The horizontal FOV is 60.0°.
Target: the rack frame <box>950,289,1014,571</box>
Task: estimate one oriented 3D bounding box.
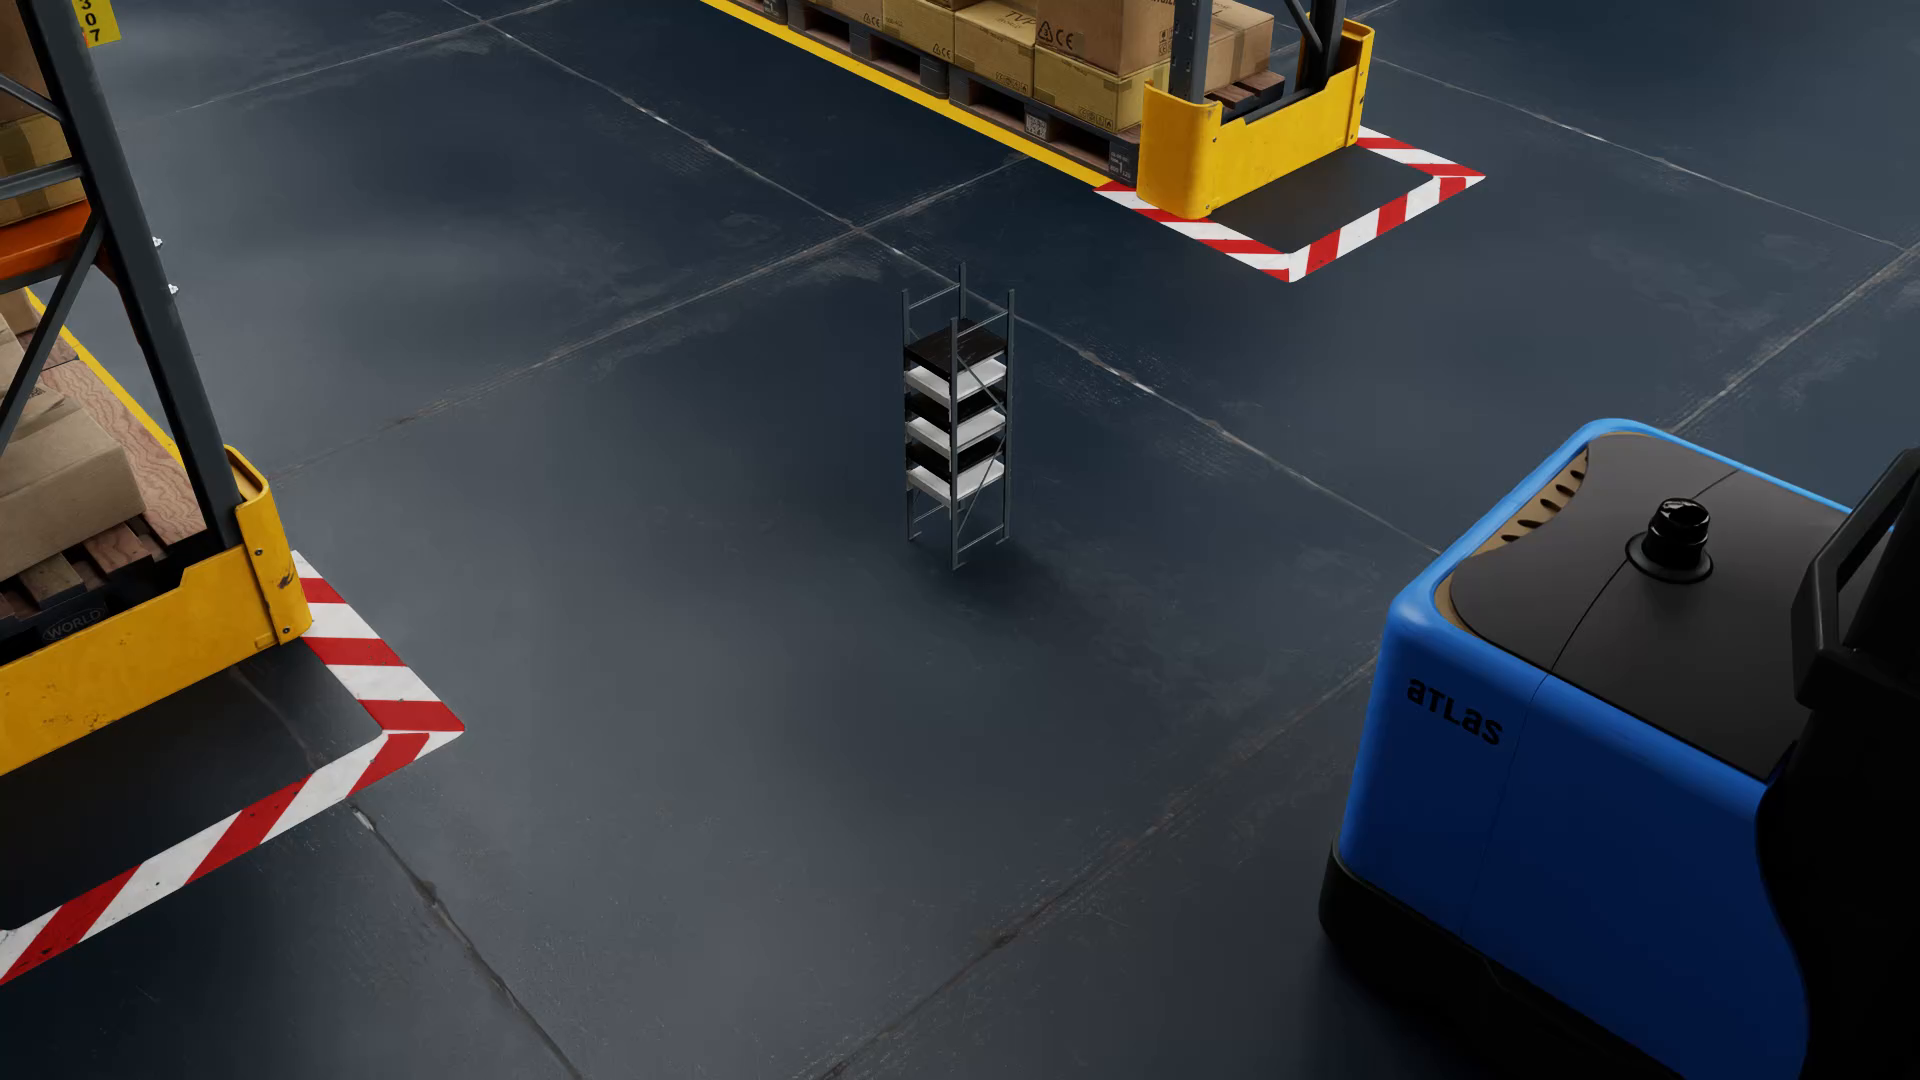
[{"bbox_3d":[0.063,-0.307,4.914,0.240,0.900,0.006,-30,48,-32],"label":"rack frame"}]

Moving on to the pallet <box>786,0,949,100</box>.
[{"bbox_3d":[-0.117,-2.631,8.340,1.003,0.211,1.213,-30,48,-32],"label":"pallet"}]

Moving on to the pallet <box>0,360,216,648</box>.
[{"bbox_3d":[-2.969,-0.050,5.144,1.003,0.211,1.213,-30,48,-32],"label":"pallet"}]

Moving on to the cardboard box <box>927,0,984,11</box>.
[{"bbox_3d":[-0.017,-2.779,7.561,0.500,0.500,0.500,-30,48,-32],"label":"cardboard box"}]

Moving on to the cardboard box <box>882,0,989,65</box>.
[{"bbox_3d":[-0.015,-2.489,7.798,0.500,0.250,0.500,-30,48,-32],"label":"cardboard box"}]

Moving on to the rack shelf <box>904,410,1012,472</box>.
[{"bbox_3d":[-0.005,-0.328,4.993,0.258,0.077,0.200,-30,48,-32],"label":"rack shelf"}]

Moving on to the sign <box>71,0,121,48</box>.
[{"bbox_3d":[-1.995,-1.276,3.754,0.100,0.325,0.005,-30,48,-32],"label":"sign"}]

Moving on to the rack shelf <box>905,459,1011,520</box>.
[{"bbox_3d":[-0.005,-0.188,5.106,0.258,0.077,0.200,-30,48,-32],"label":"rack shelf"}]

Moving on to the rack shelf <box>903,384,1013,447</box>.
[{"bbox_3d":[-0.005,-0.398,4.936,0.258,0.077,0.200,-30,48,-32],"label":"rack shelf"}]

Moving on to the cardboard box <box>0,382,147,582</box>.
[{"bbox_3d":[-2.796,-0.192,4.890,0.500,0.311,0.500,29,47,31],"label":"cardboard box"}]

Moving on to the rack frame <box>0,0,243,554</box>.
[{"bbox_3d":[-2.394,-0.709,3.740,1.000,3.000,0.127,-30,48,-32],"label":"rack frame"}]

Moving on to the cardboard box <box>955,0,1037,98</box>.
[{"bbox_3d":[0.325,-2.258,7.513,0.500,0.250,0.500,-30,48,-32],"label":"cardboard box"}]

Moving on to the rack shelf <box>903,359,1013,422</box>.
[{"bbox_3d":[-0.005,-0.468,4.880,0.258,0.077,0.200,-30,48,-32],"label":"rack shelf"}]

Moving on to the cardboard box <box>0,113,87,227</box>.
[{"bbox_3d":[-2.490,-1.019,4.228,0.500,0.250,0.500,-31,48,-33],"label":"cardboard box"}]

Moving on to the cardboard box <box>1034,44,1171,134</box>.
[{"bbox_3d":[0.672,-2.032,7.232,0.500,0.250,0.500,-30,48,-32],"label":"cardboard box"}]

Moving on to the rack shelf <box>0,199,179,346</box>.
[{"bbox_3d":[-3.747,-1.354,5.112,1.077,0.370,4.000,-30,48,-32],"label":"rack shelf"}]

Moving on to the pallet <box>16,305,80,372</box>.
[{"bbox_3d":[-3.790,-0.614,5.843,1.003,0.211,1.213,-30,48,-32],"label":"pallet"}]

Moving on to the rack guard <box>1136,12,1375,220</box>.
[{"bbox_3d":[1.269,-1.832,7.120,1.175,0.500,0.348,-30,48,-32],"label":"rack guard"}]

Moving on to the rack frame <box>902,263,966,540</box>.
[{"bbox_3d":[-0.074,-0.401,5.030,0.240,0.900,0.006,-30,48,-32],"label":"rack frame"}]

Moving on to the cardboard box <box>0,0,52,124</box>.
[{"bbox_3d":[-2.496,-1.298,3.977,0.500,0.500,0.500,-30,48,-32],"label":"cardboard box"}]

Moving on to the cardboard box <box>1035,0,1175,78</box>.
[{"bbox_3d":[0.670,-2.323,6.996,0.500,0.500,0.500,-30,48,-32],"label":"cardboard box"}]

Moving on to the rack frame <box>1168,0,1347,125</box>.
[{"bbox_3d":[1.252,-2.815,6.349,1.000,3.000,0.127,-30,48,-32],"label":"rack frame"}]

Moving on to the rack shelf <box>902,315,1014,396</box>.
[{"bbox_3d":[-0.005,-0.538,4.823,0.258,0.077,0.200,-30,48,-32],"label":"rack shelf"}]

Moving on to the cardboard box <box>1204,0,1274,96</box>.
[{"bbox_3d":[1.053,-2.252,7.505,0.500,0.250,0.500,-30,48,-32],"label":"cardboard box"}]

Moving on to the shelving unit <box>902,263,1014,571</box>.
[{"bbox_3d":[-0.005,-0.354,4.972,0.258,0.900,0.210,-30,48,-32],"label":"shelving unit"}]

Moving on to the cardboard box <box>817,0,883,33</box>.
[{"bbox_3d":[-0.351,-2.721,8.086,0.500,0.250,0.500,-30,48,-32],"label":"cardboard box"}]

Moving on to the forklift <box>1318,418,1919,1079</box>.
[{"bbox_3d":[2.289,0.232,2.630,3.031,2.935,1.130,30,48,32],"label":"forklift"}]

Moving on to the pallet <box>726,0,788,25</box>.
[{"bbox_3d":[-0.946,-3.196,9.039,1.003,0.211,1.213,-30,48,-32],"label":"pallet"}]

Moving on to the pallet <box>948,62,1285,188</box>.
[{"bbox_3d":[0.704,-2.067,7.641,1.003,0.211,1.213,-30,48,-32],"label":"pallet"}]

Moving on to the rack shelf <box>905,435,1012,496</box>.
[{"bbox_3d":[-0.005,-0.258,5.049,0.258,0.077,0.200,-30,48,-32],"label":"rack shelf"}]

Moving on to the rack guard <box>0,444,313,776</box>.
[{"bbox_3d":[-2.445,0.229,4.569,1.175,0.500,0.348,-30,48,-32],"label":"rack guard"}]

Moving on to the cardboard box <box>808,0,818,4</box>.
[{"bbox_3d":[-0.694,-2.950,8.369,0.500,0.250,0.500,-30,48,-32],"label":"cardboard box"}]

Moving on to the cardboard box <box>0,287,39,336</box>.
[{"bbox_3d":[-3.641,-0.890,5.604,0.500,0.500,0.700,31,48,33],"label":"cardboard box"}]

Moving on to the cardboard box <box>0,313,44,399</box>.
[{"bbox_3d":[-3.181,-0.456,5.217,0.500,0.311,0.500,-26,46,-28],"label":"cardboard box"}]
